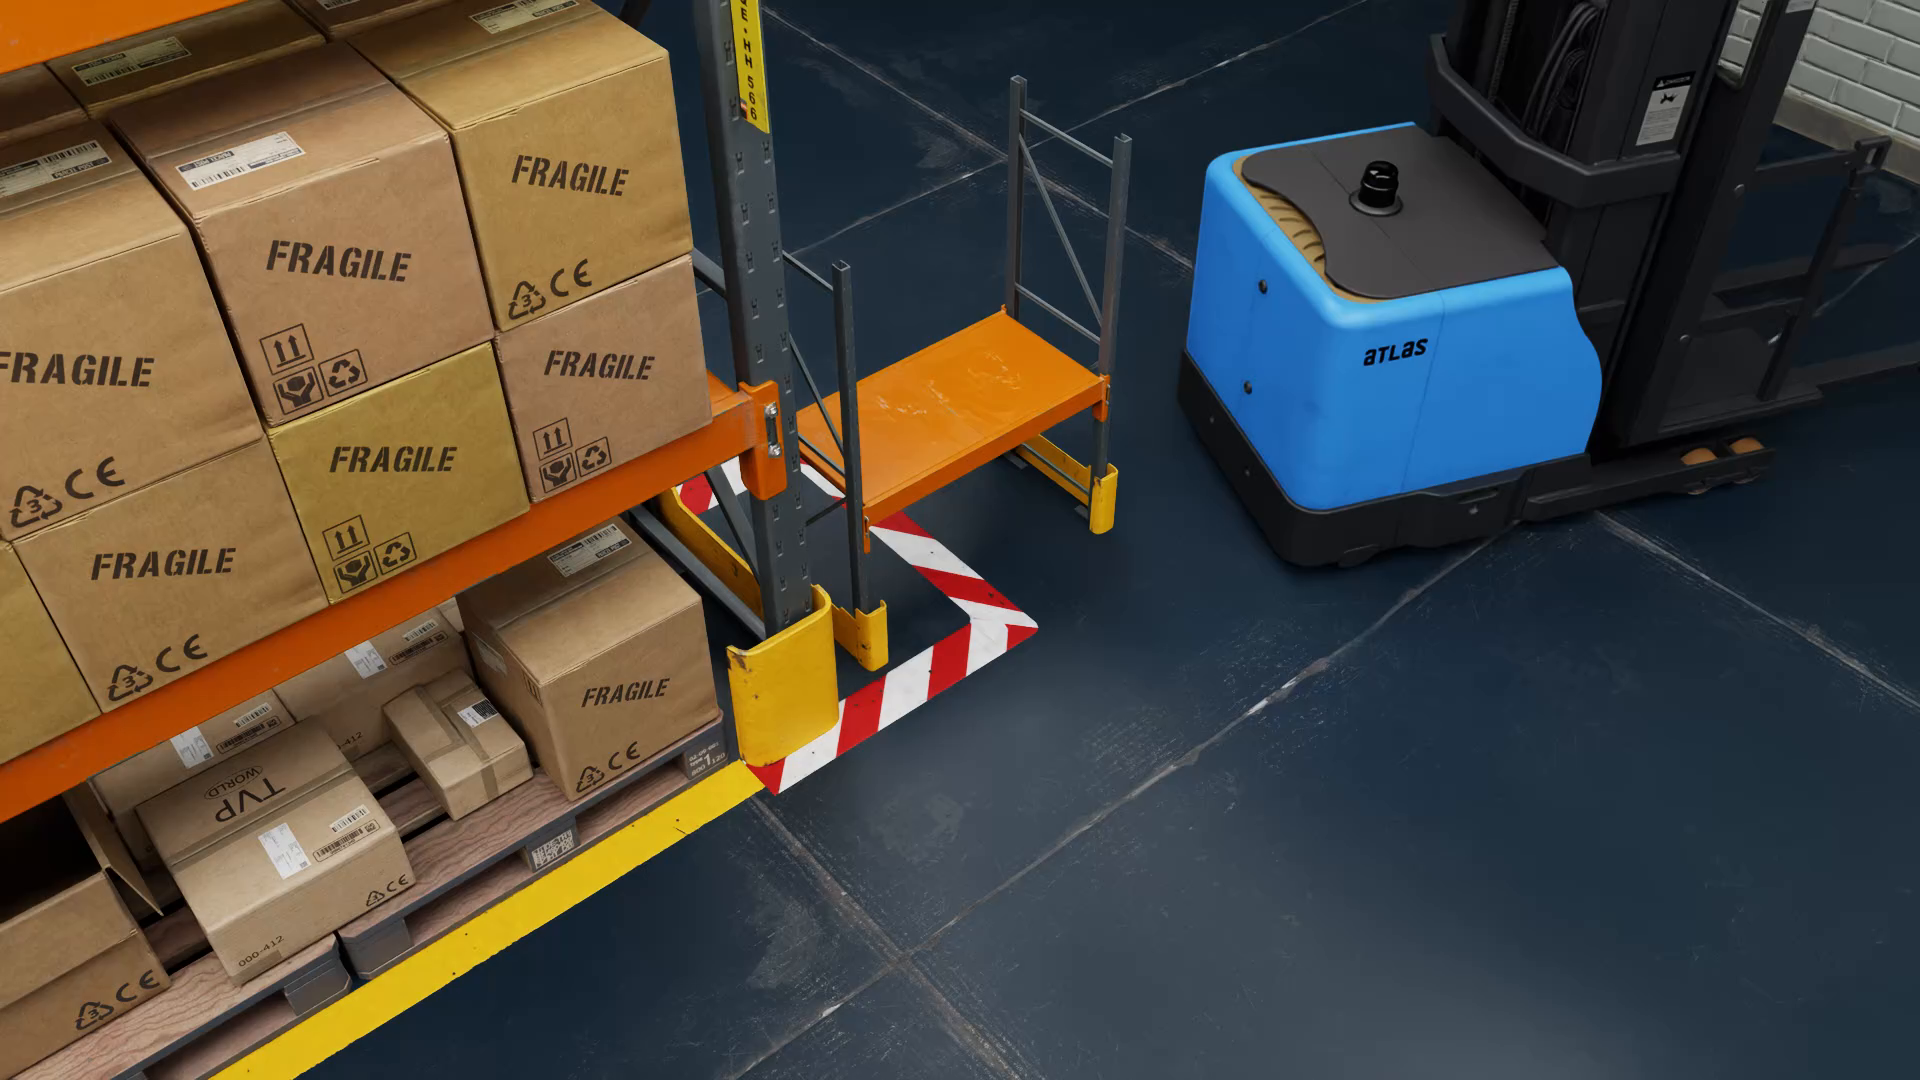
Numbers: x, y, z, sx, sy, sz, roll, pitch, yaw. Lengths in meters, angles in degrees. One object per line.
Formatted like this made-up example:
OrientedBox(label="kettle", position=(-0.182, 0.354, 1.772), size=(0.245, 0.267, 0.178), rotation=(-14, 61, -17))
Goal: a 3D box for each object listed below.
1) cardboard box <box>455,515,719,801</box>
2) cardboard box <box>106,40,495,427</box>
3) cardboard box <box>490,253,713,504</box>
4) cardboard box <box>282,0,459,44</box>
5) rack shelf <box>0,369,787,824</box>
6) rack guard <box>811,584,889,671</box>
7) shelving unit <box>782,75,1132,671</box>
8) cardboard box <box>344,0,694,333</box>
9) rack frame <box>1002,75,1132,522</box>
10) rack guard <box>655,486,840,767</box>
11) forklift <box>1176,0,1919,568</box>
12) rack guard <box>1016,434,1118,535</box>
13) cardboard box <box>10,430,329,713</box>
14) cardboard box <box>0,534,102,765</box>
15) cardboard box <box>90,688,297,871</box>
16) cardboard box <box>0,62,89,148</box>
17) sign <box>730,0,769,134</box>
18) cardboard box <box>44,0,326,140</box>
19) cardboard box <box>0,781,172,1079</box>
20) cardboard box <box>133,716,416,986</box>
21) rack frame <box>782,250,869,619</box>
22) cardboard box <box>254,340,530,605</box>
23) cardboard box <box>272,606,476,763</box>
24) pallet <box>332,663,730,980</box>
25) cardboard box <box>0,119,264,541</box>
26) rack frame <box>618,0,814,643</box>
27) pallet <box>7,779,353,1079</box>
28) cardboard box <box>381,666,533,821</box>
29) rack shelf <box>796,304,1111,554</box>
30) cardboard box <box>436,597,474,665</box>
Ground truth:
OrientedBox(label="cardboard box", position=(-1.055, 0.314, 4.729), size=(0.500, 0.500, 0.500), rotation=(-30, 51, -28))
OrientedBox(label="cardboard box", position=(-1.348, -0.643, 3.441), size=(0.500, 0.500, 0.500), rotation=(-28, 50, -27))
OrientedBox(label="cardboard box", position=(-0.965, -0.501, 4.020), size=(0.500, 0.500, 0.500), rotation=(-28, 50, -27))
OrientedBox(label="cardboard box", position=(-1.305, -1.149, 3.979), size=(0.500, 0.500, 0.500), rotation=(-28, 50, -27))
OrientedBox(label="rack shelf", position=(-2.330, 0.336, 3.727), size=(4.000, 0.370, 1.077), rotation=(-30, 51, -28))
OrientedBox(label="rack guard", position=(-0.440, 0.161, 5.396), size=(0.087, 0.250, 0.587), rotation=(-30, 51, -28))
OrientedBox(label="shelving unit", position=(-0.058, -0.513, 5.201), size=(1.083, 1.500, 0.587), rotation=(-30, 51, -28))
OrientedBox(label="cardboard box", position=(-0.961, -0.866, 3.677), size=(0.500, 0.500, 0.500), rotation=(-30, 51, -28))
OrientedBox(label="rack frame", position=(0.324, -0.733, 5.434), size=(0.032, 1.500, 0.500), rotation=(-30, 51, -28))
OrientedBox(label="rack guard", position=(-0.854, 0.140, 5.236), size=(0.348, 0.500, 1.175), rotation=(-30, 51, -28))
OrientedBox(label="forklift", position=(2.383, -1.564, 5.274), size=(3.031, 2.935, 1.130), rotation=(-12, 45, -13))
OrientedBox(label="rack guard", position=(0.323, -0.276, 5.862), size=(0.087, 0.250, 0.587), rotation=(-30, 51, -28))
OrientedBox(label="cardboard box", position=(-1.746, -0.056, 3.545), size=(0.500, 0.500, 0.500), rotation=(-29, 51, -28))
OrientedBox(label="cardboard box", position=(-2.133, 0.166, 3.309), size=(0.500, 0.500, 0.500), rotation=(-31, 51, -28))
OrientedBox(label="cardboard box", position=(-2.162, 0.566, 4.643), size=(0.500, 0.250, 0.500), rotation=(-30, 51, -28))
OrientedBox(label="cardboard box", position=(-2.088, -0.698, 3.499), size=(0.500, 0.500, 0.500), rotation=(-29, 50, -27))
OrientedBox(label="sign", position=(-0.455, -1.042, 3.591), size=(0.005, 0.325, 0.100), rotation=(-30, 51, -28))
OrientedBox(label="cardboard box", position=(-1.701, -0.916, 3.730), size=(0.500, 0.500, 0.500), rotation=(-29, 51, -27))
OrientedBox(label="cardboard box", position=(-2.426, 0.874, 4.131), size=(0.637, 0.503, 0.797), rotation=(-30, 51, -28))
OrientedBox(label="cardboard box", position=(-1.803, 0.807, 4.387), size=(0.500, 0.250, 0.500), rotation=(-30, 51, -28))
OrientedBox(label="rack frame", position=(-0.455, -0.286, 4.959), size=(0.032, 1.500, 0.500), rotation=(-30, 51, -28))
OrientedBox(label="cardboard box", position=(-1.360, -0.272, 3.775), size=(0.500, 0.500, 0.500), rotation=(-29, 51, -28))
OrientedBox(label="cardboard box", position=(-1.778, 0.347, 4.877), size=(0.500, 0.250, 0.500), rotation=(-30, 51, -28))
OrientedBox(label="pallet", position=(-1.465, 0.596, 4.962), size=(1.213, 0.211, 1.003), rotation=(-30, 51, -28))
OrientedBox(label="cardboard box", position=(-1.742, -0.413, 3.195), size=(0.500, 0.500, 0.500), rotation=(-28, 50, -27))
OrientedBox(label="rack frame", position=(-0.796, -0.805, 4.416), size=(0.127, 3.000, 1.000), rotation=(-30, 51, -28))
OrientedBox(label="pallet", position=(-2.400, 1.129, 4.394), size=(1.213, 0.211, 1.003), rotation=(-30, 51, -28))
OrientedBox(label="cardboard box", position=(-1.423, 0.567, 4.704), size=(0.250, 0.166, 0.380), rotation=(-30, 51, -28))
OrientedBox(label="rack shelf", position=(-0.065, -0.378, 5.320), size=(1.000, 0.185, 0.538), rotation=(-30, 51, -28))
OrientedBox(label="cardboard box", position=(-1.529, 0.181, 5.114), size=(0.250, 0.166, 0.380), rotation=(-30, 51, -28))
